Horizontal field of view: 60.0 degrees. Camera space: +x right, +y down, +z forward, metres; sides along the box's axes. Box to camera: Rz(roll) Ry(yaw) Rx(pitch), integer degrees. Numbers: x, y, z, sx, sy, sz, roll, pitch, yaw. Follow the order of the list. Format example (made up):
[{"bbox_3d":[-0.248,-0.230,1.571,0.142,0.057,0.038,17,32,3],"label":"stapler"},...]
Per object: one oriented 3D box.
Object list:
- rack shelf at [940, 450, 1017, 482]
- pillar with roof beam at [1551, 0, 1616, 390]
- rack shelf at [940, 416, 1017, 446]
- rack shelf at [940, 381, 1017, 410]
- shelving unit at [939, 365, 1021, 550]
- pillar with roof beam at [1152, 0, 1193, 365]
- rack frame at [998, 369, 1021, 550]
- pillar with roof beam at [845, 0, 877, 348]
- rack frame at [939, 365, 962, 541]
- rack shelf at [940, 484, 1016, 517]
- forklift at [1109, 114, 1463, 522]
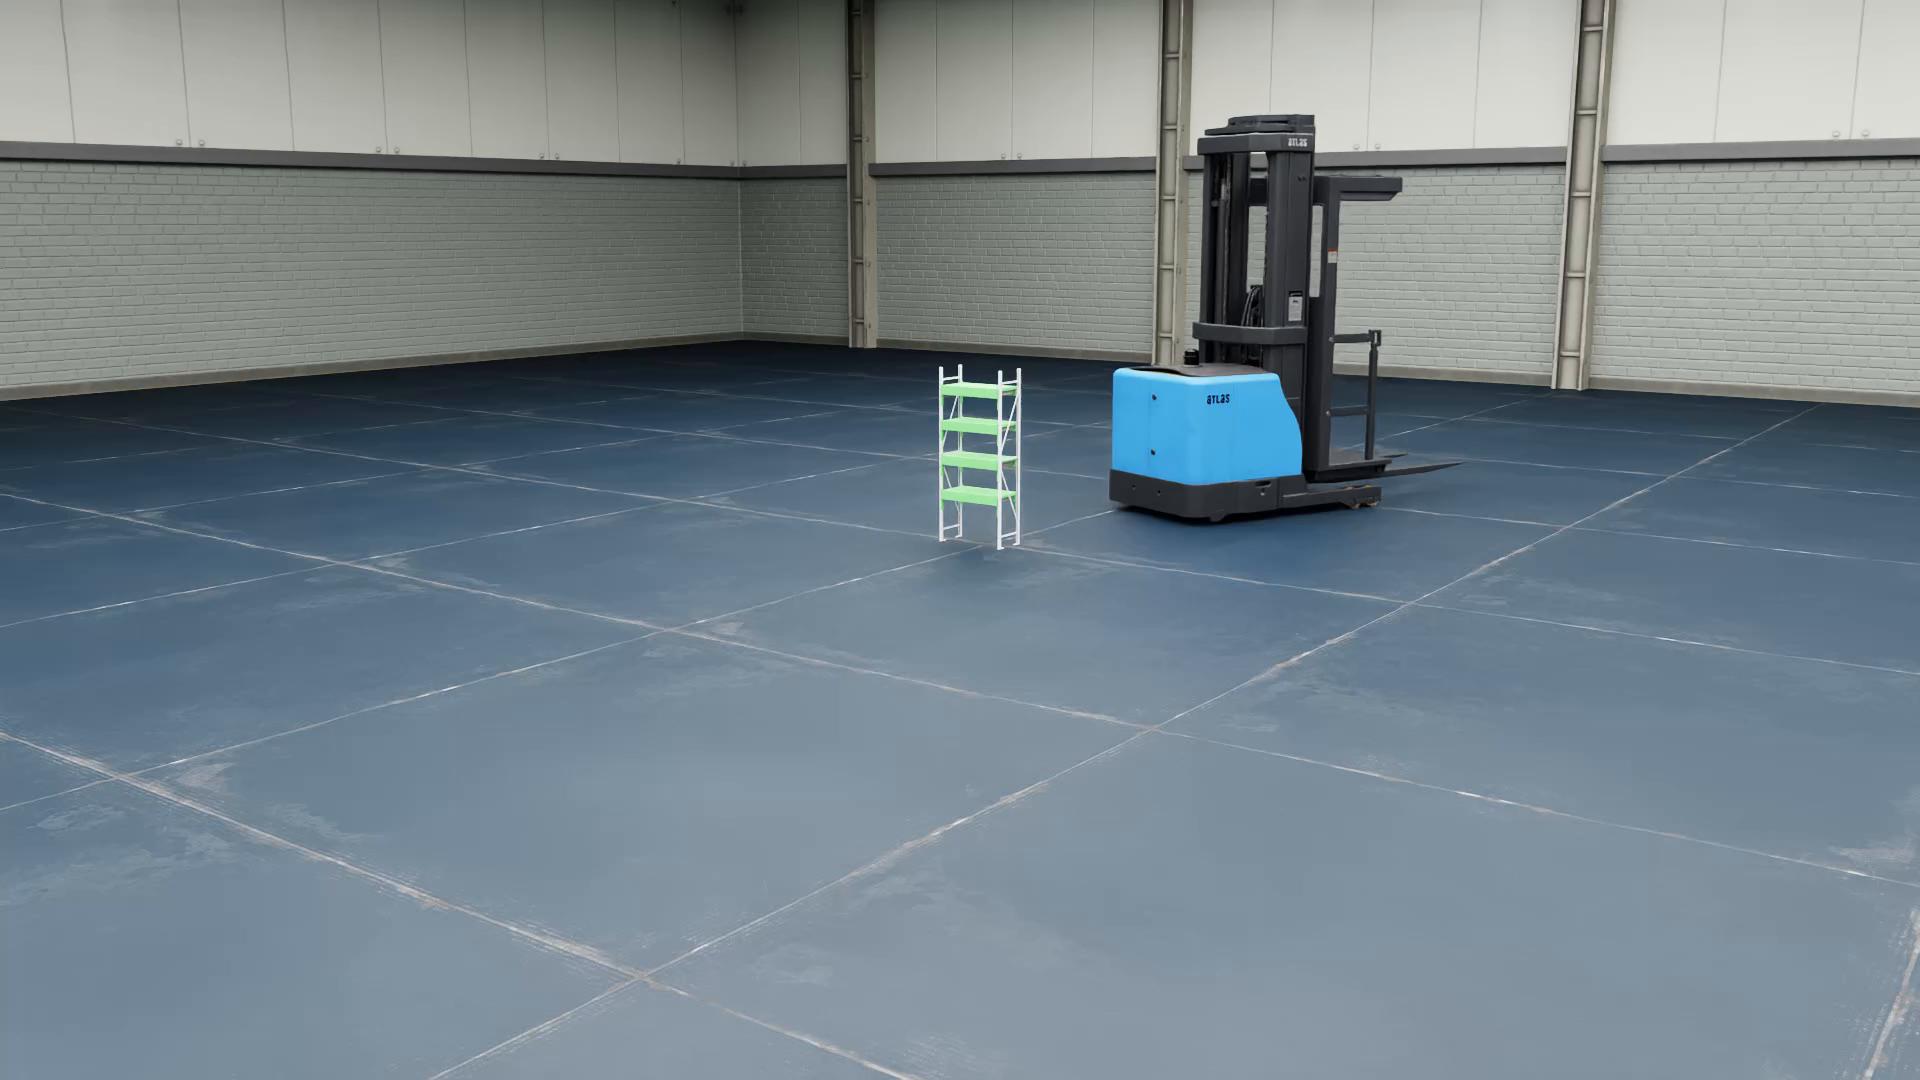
[{"bbox_3d":[0.133,-0.508,11.332,0.480,0.148,0.258,8,13,36],"label":"rack shelf"},{"bbox_3d":[5.450,-5.748,17.550,0.400,9.000,9.100,8,13,36],"label":"pillar with roof beam"},{"bbox_3d":[0.133,-0.743,11.286,0.480,0.148,0.258,8,13,36],"label":"rack shelf"},{"bbox_3d":[0.133,-0.979,11.240,0.480,0.148,0.258,8,13,36],"label":"rack shelf"},{"bbox_3d":[0.133,-0.570,11.320,0.503,1.200,0.258,8,13,36],"label":"shelving unit"},{"bbox_3d":[0.614,-6.423,21.037,0.400,9.000,9.100,8,13,36],"label":"pillar with roof beam"},{"bbox_3d":[0.330,-0.543,11.178,0.015,1.200,0.240,8,13,36],"label":"rack frame"},{"bbox_3d":[-4.222,-7.097,24.524,0.400,9.000,9.100,8,13,36],"label":"pillar with roof beam"},{"bbox_3d":[-0.063,-0.598,11.461,0.015,1.200,0.240,8,13,36],"label":"rack frame"},{"bbox_3d":[0.133,-0.272,11.377,0.480,0.148,0.258,8,13,36],"label":"rack shelf"},{"bbox_3d":[2.668,-1.756,12.890,3.031,2.935,1.130,-7,13,-31],"label":"forklift"}]
